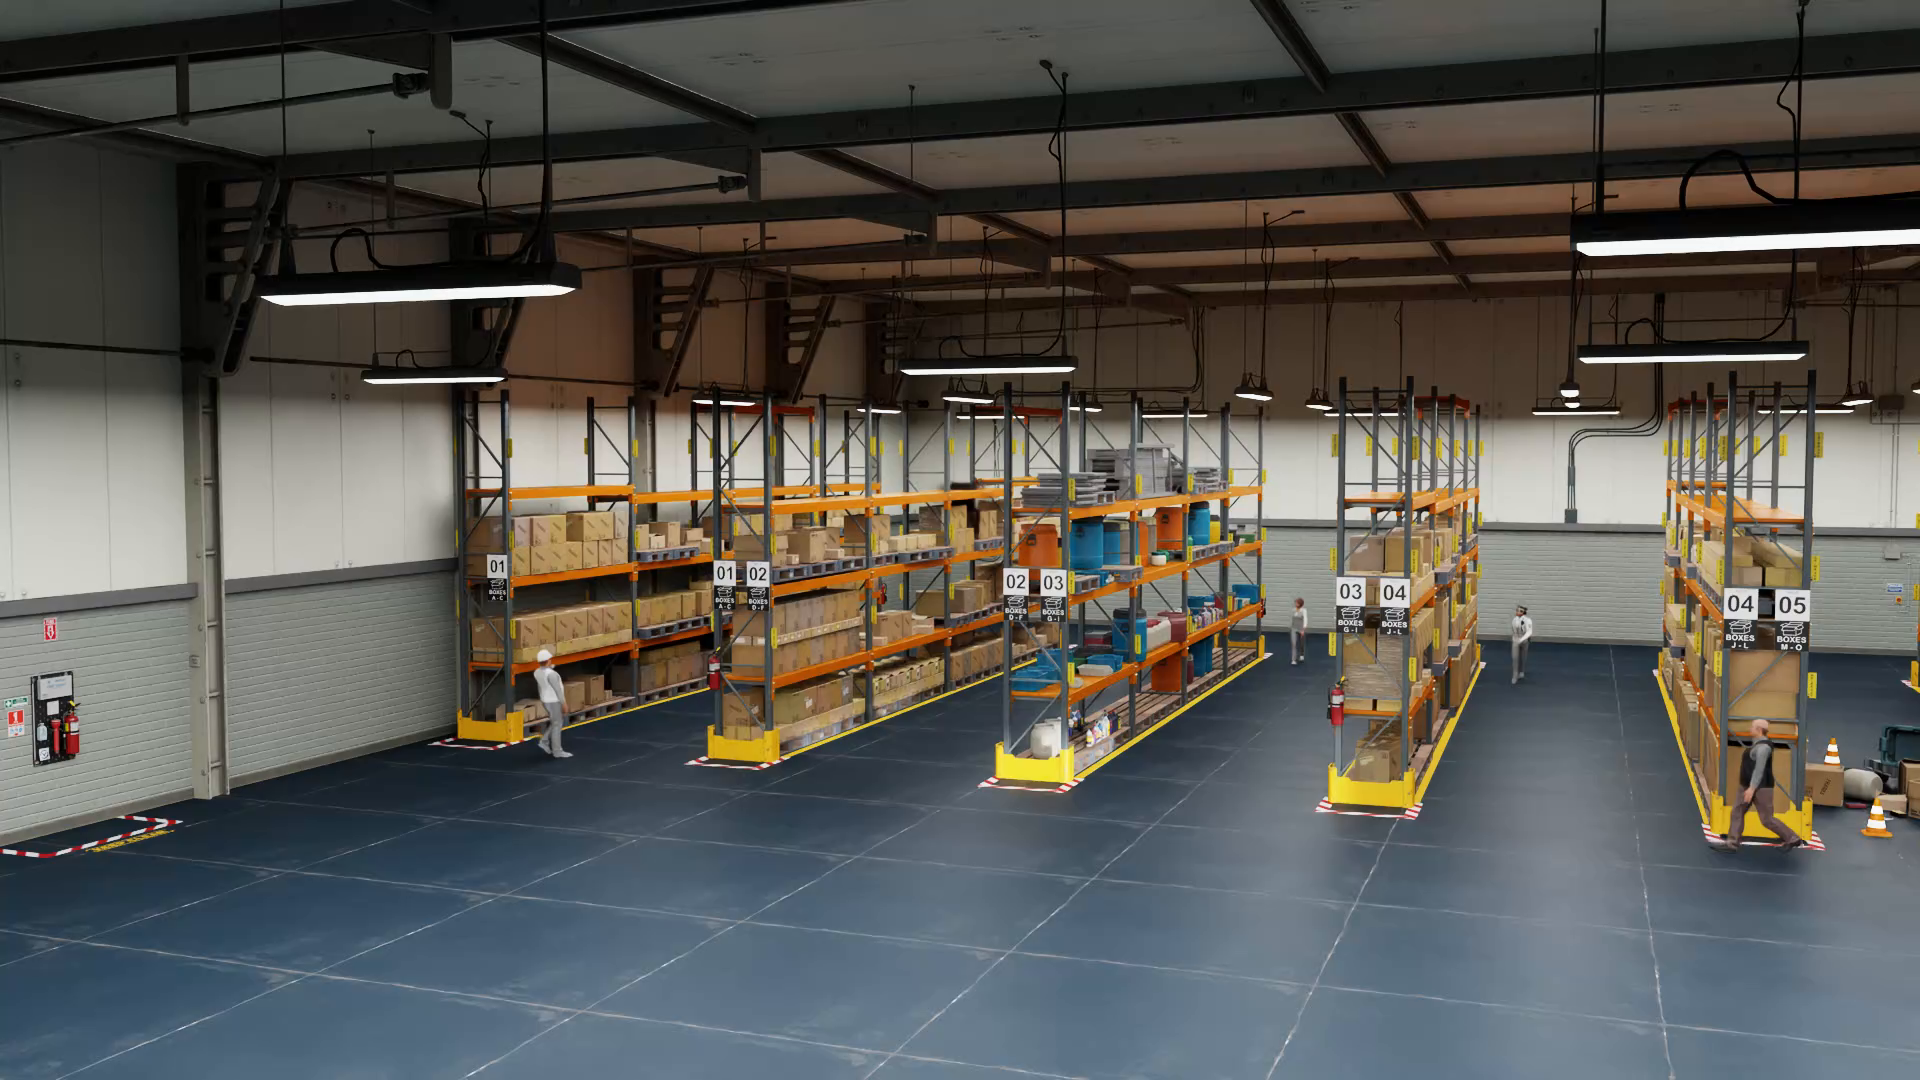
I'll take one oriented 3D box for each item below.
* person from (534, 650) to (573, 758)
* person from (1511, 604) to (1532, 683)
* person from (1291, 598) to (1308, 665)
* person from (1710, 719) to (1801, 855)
[{"bbox_3d":[-6.612,2.642,26.981,0.551,1.757,0.608,-2,4,-26],"label":"person"},{"bbox_3d":[12.088,2.226,35.793,0.427,1.695,0.888,1,3,21],"label":"person"},{"bbox_3d":[7.871,2.108,38.573,0.391,1.541,0.962,1,3,16],"label":"person"},{"bbox_3d":[9.785,3.038,20.376,0.981,1.696,0.505,0,3,-4],"label":"person"}]
